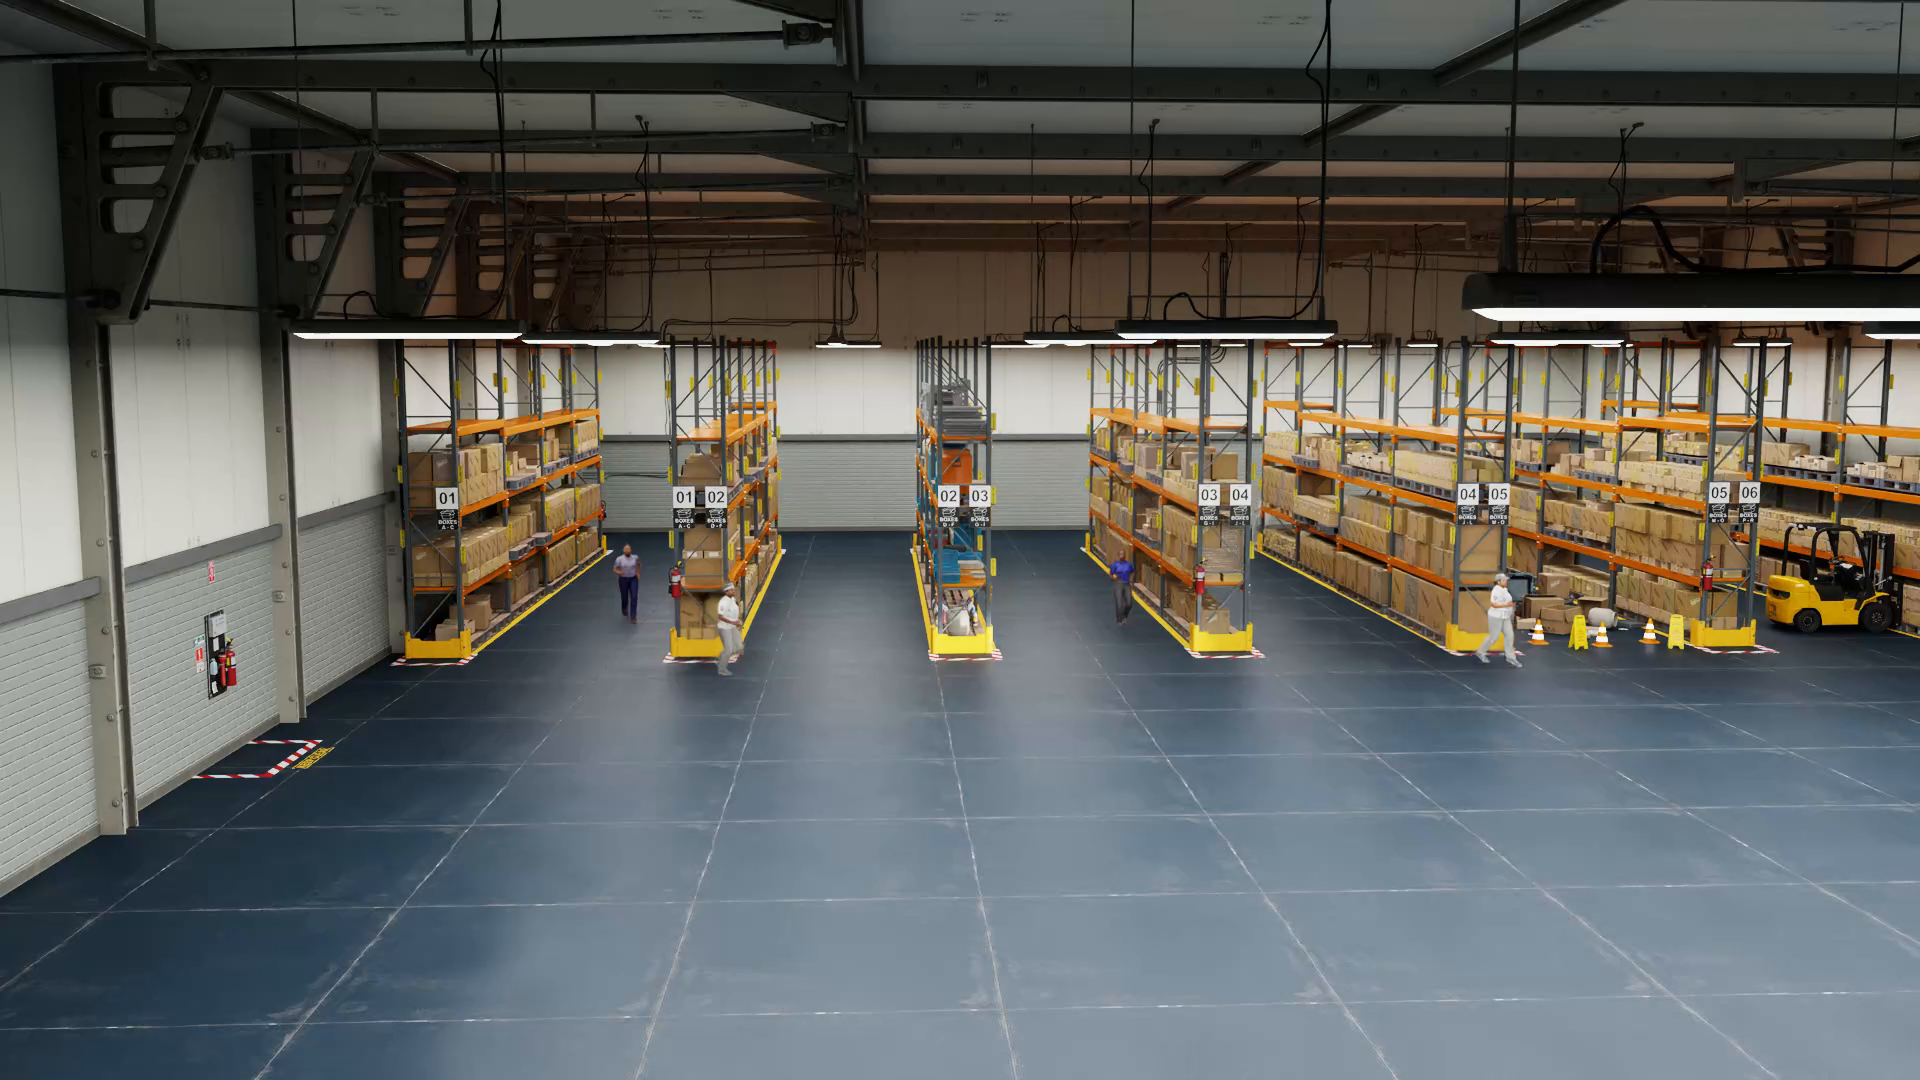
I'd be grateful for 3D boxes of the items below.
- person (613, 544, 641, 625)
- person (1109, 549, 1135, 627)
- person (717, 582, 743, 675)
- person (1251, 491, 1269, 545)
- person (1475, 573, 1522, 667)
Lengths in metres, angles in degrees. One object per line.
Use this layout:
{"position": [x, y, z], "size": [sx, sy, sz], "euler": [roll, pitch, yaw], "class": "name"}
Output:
{"position": [-7.035, 0.909, 35.251], "size": [0.606, 1.662, 0.923], "euler": [-2, 7, -16], "class": "person"}
{"position": [3.372, 1.007, 34.321], "size": [0.563, 1.617, 0.571], "euler": [-1, 7, -6], "class": "person"}
{"position": [-4.054, 1.561, 29.512], "size": [0.554, 1.661, 0.617], "euler": [3, 7, 26], "class": "person"}
{"position": [8.926, -0.653, 48.726], "size": [0.928, 1.801, 0.746], "euler": [-1, 7, -11], "class": "person"}
{"position": [9.828, 1.445, 30.321], "size": [0.831, 1.689, 0.605], "euler": [6, 9, 42], "class": "person"}
